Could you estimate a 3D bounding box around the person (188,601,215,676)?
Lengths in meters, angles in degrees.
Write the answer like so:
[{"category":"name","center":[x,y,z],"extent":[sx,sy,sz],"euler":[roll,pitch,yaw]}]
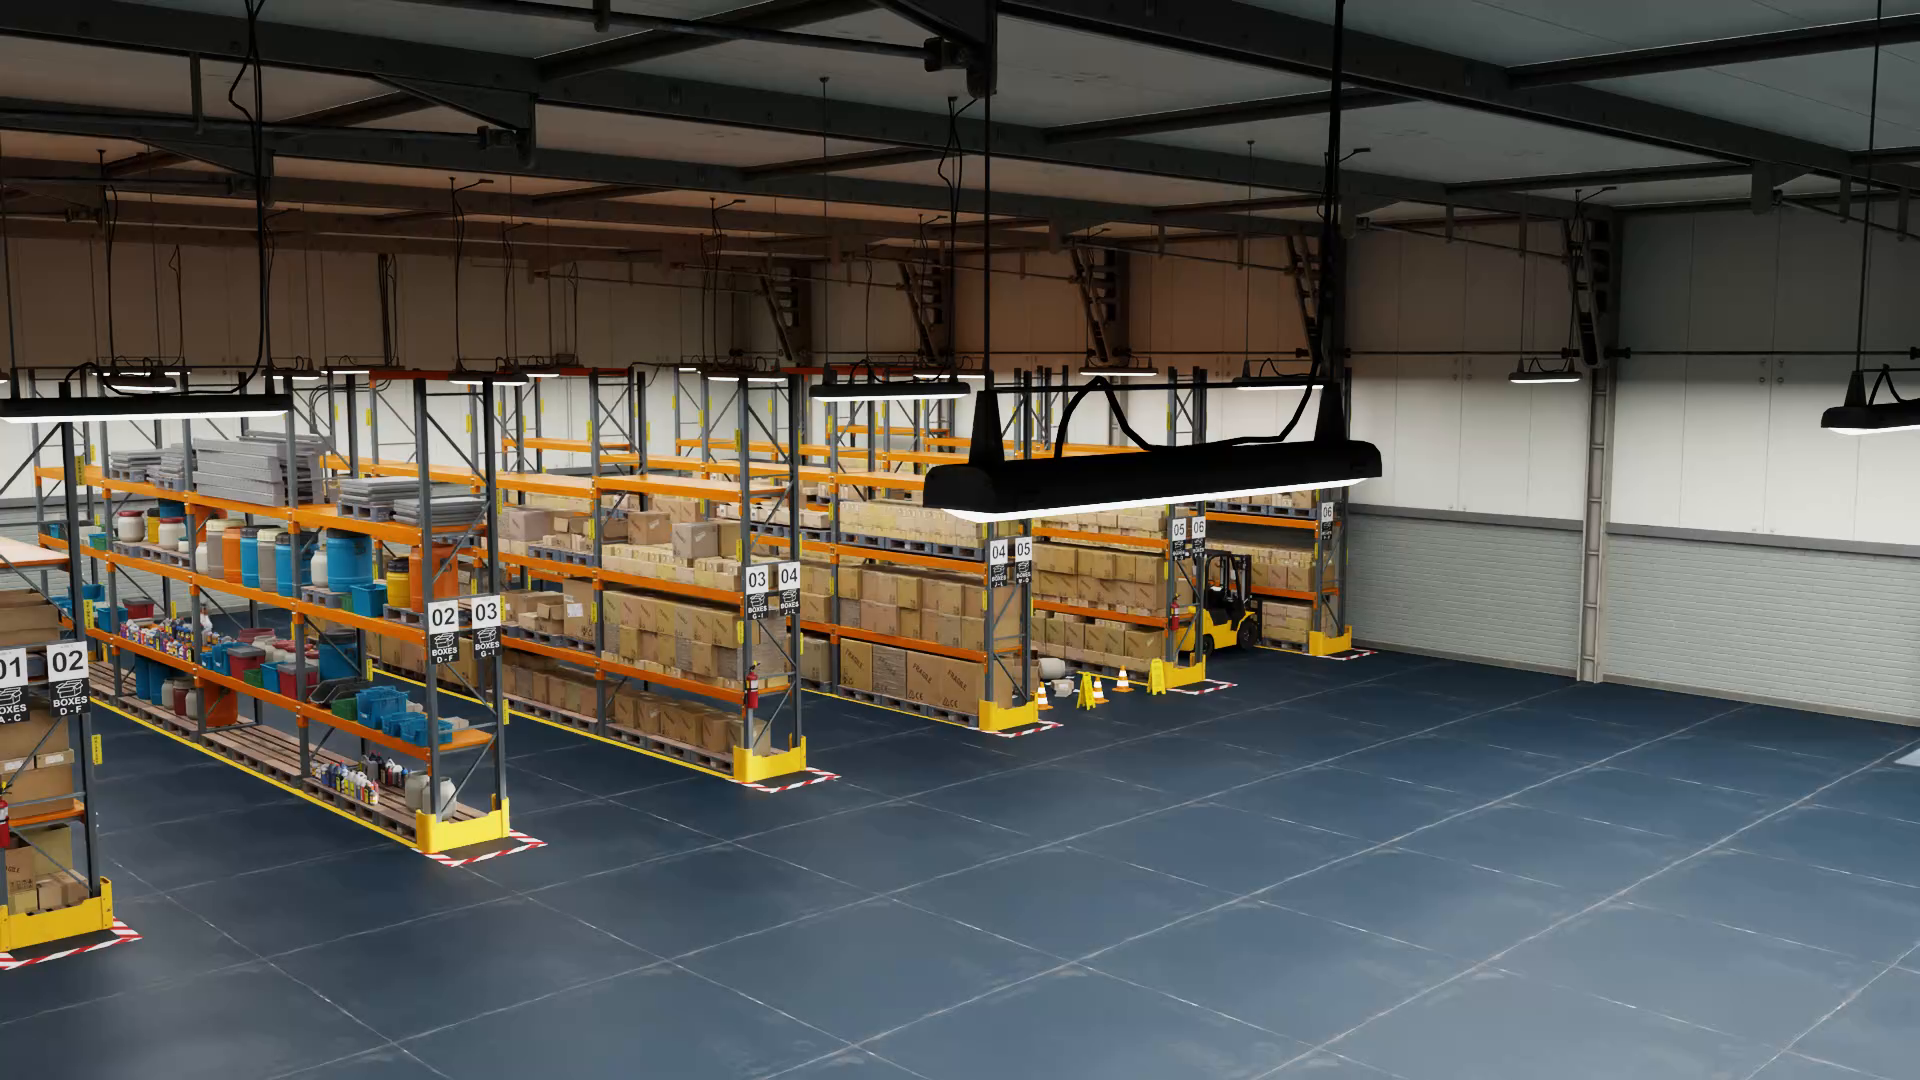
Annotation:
[{"category":"person","center":[-14.334,1.963,31.499],"extent":[0.944,1.636,0.429],"euler":[4,8,34]}]
